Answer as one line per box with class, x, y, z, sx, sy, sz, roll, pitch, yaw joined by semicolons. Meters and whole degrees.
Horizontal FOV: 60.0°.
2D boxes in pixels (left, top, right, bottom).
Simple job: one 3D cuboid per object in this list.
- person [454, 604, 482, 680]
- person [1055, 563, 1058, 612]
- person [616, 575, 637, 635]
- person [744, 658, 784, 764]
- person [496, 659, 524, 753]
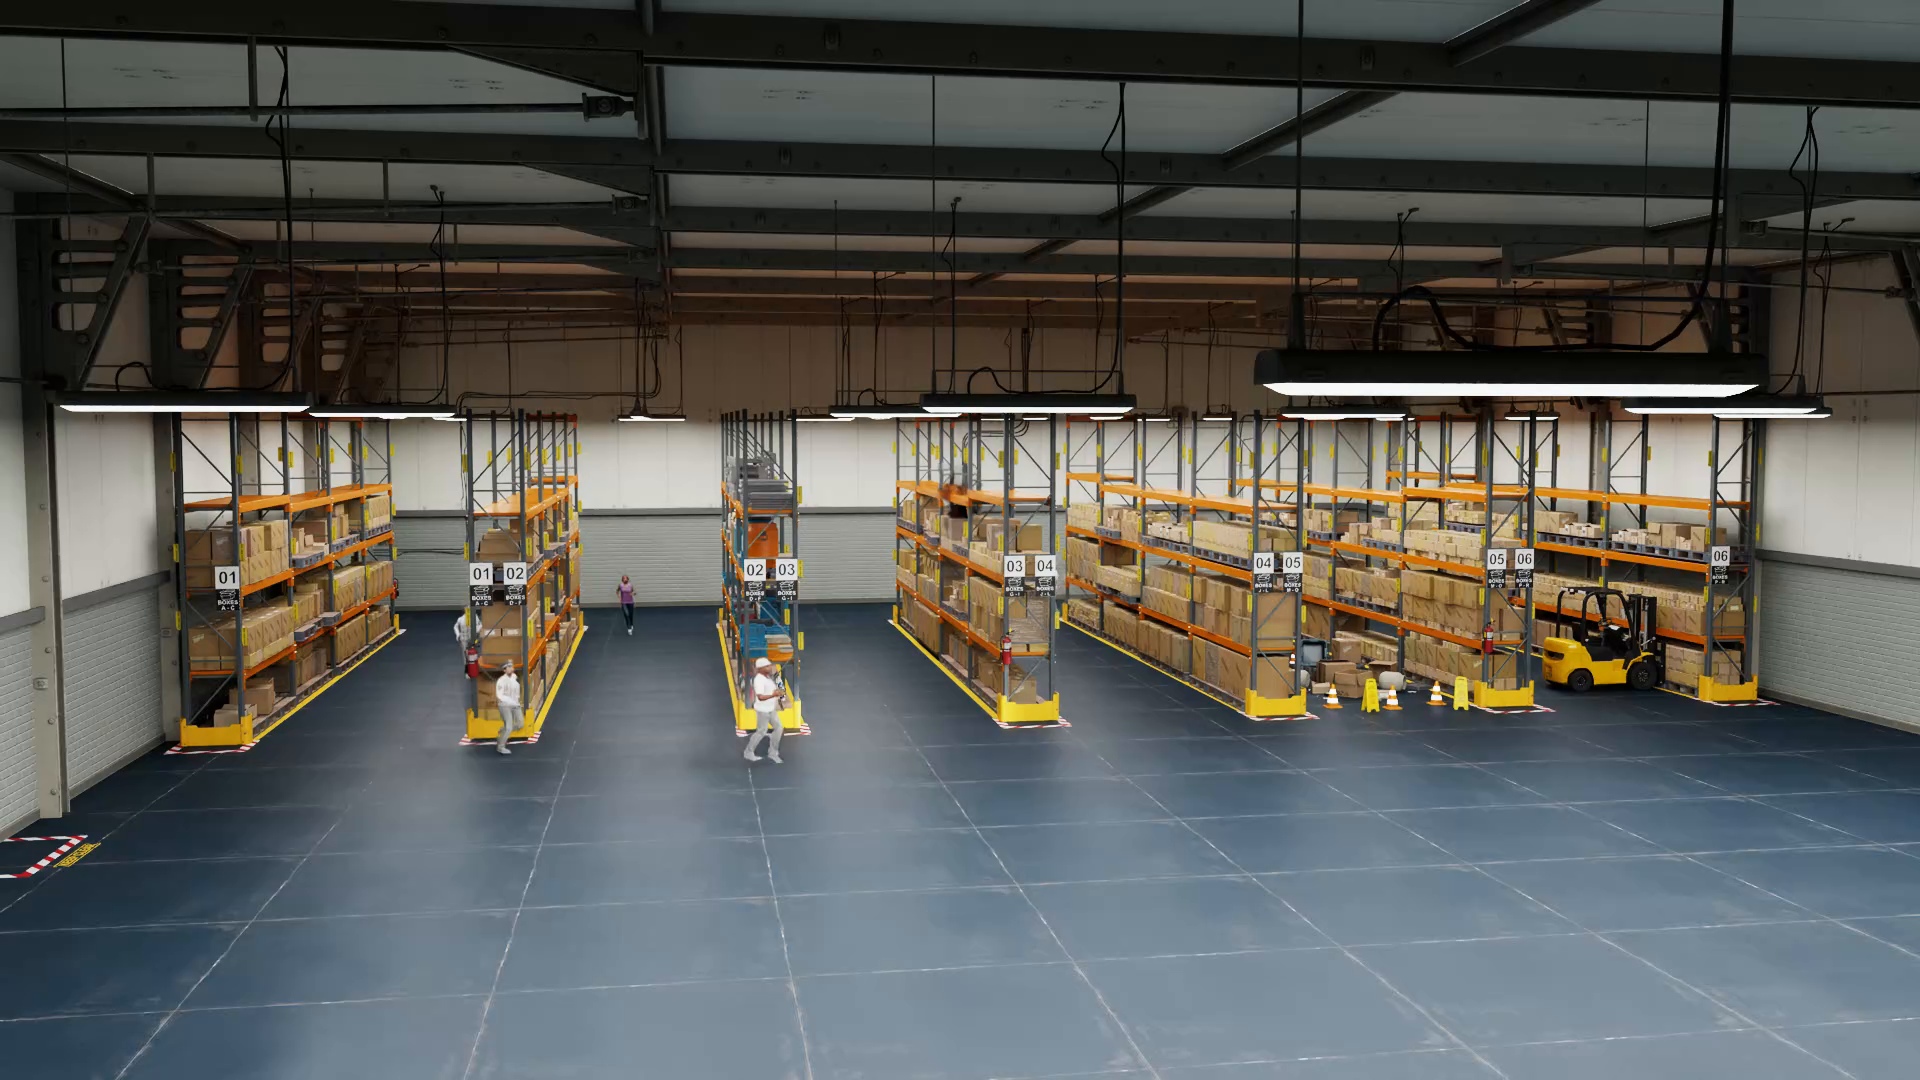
person;-11.071;2.270;37.454;0.634;1.676;0.769;-1;4;-16
person;2.580;1.456;49.715;0.731;1.633;0.747;-1;4;-11
person;-9.109;1.748;45.445;0.542;1.615;0.797;-1;4;-16
person;-3.277;2.889;27.961;0.729;1.823;0.674;1;4;12
person;-7.810;2.883;28.924;0.601;1.651;0.642;2;5;29
